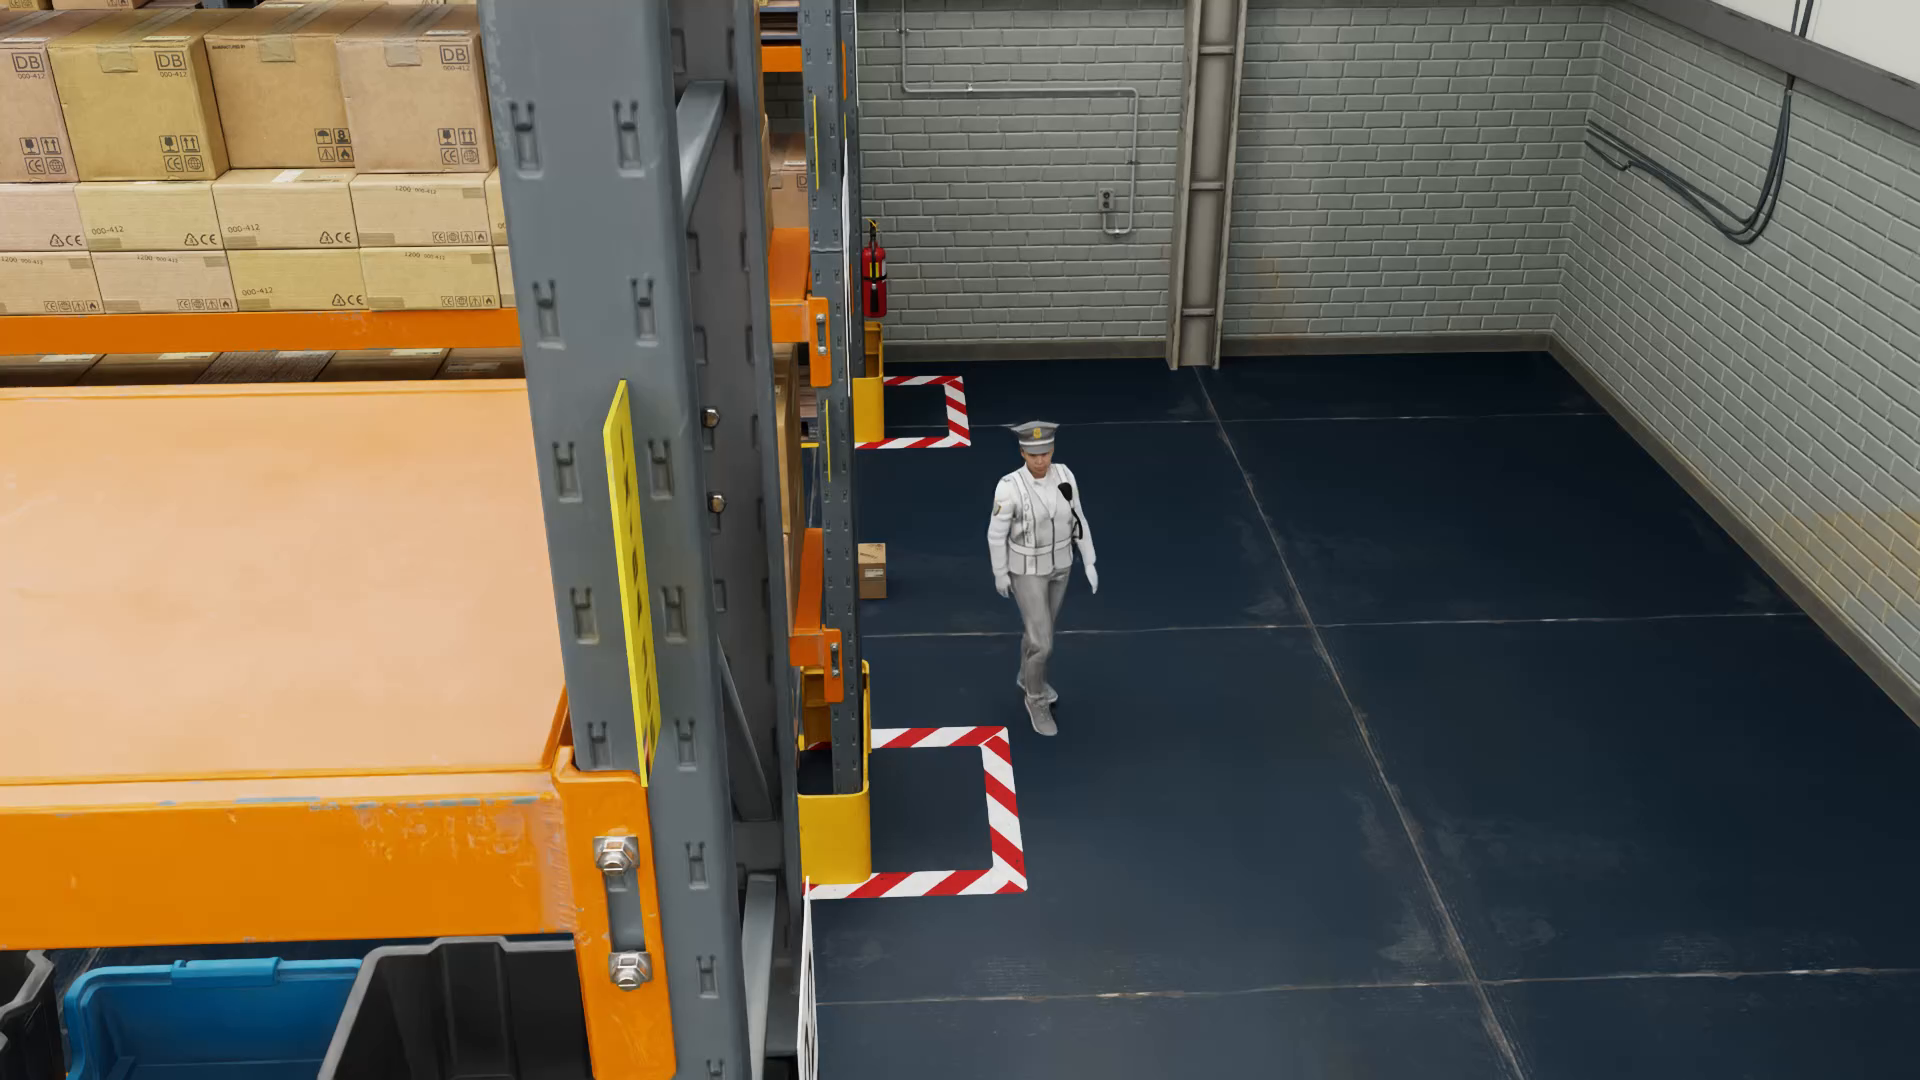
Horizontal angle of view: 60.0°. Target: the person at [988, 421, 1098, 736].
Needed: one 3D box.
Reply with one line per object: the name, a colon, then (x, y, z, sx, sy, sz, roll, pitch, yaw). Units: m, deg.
person: (0.433, 0.182, 8.616, 0.525, 1.742, 0.494, -16, 32, -28)
